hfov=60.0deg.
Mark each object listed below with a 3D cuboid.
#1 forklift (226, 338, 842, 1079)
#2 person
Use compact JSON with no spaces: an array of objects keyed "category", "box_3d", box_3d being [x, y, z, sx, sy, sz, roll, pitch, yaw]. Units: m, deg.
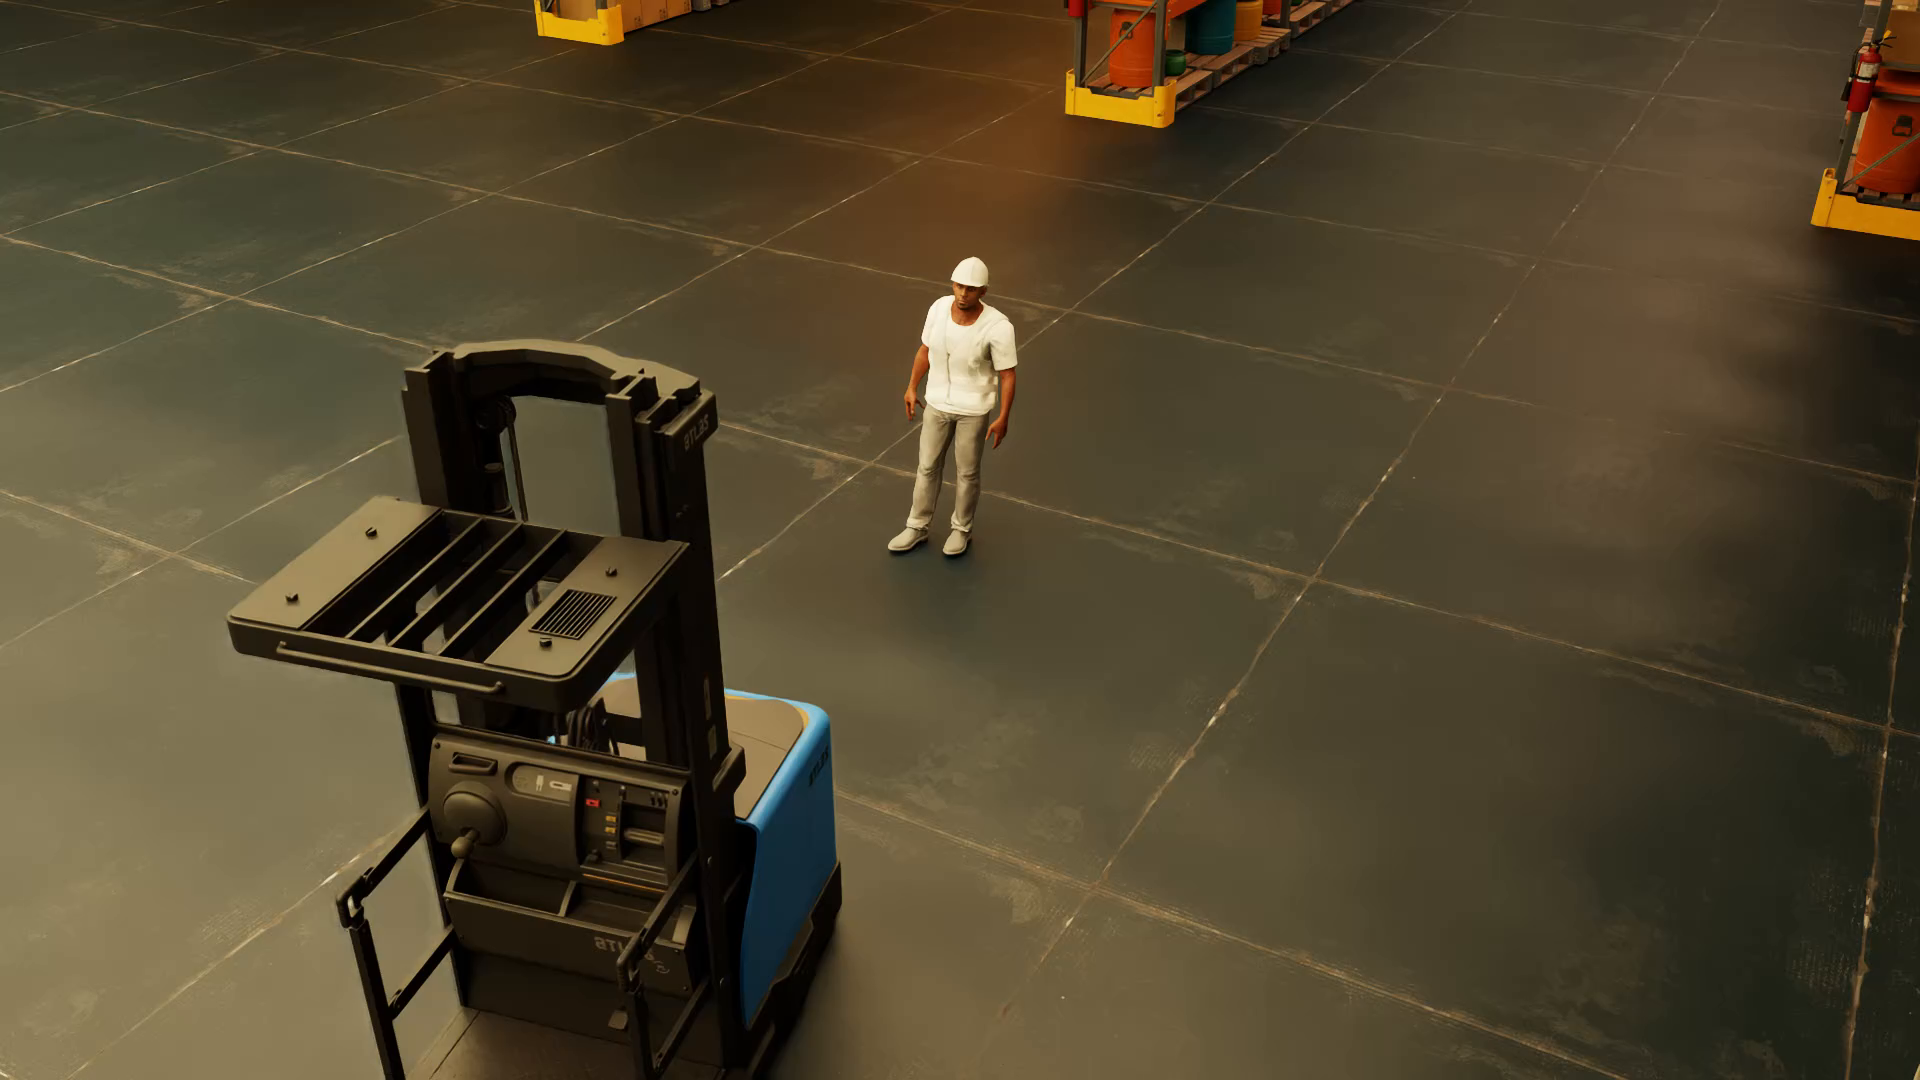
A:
[{"category":"forklift","box_3d":[-1.418,0.966,5.397,1.130,2.935,3.031,9,31,14]},{"category":"person","box_3d":[-0.039,-0.743,9.508,0.665,1.765,0.577,15,33,25]}]
